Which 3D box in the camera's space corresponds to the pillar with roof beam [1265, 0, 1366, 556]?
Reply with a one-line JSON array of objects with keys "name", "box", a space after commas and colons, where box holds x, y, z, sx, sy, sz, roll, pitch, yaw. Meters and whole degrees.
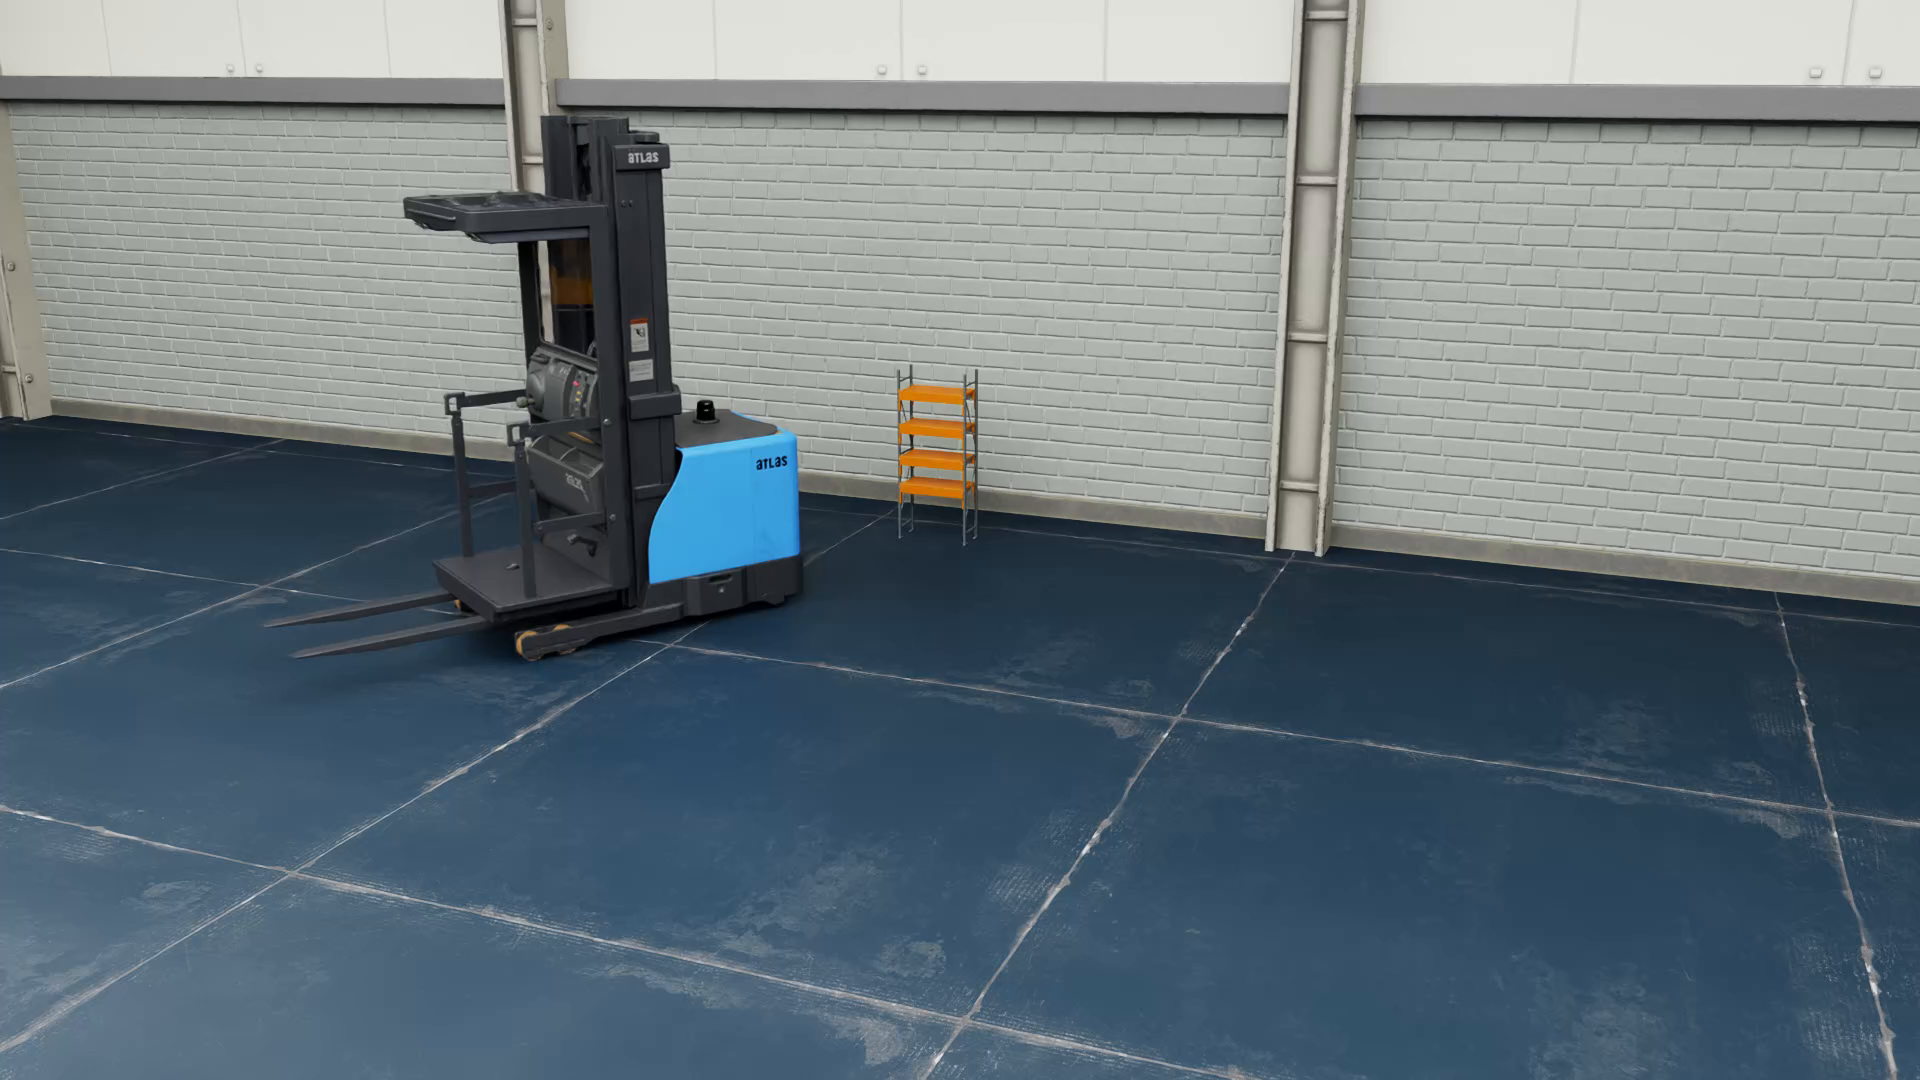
[{"name": "pillar with roof beam", "box": [0.756, -3.153, 6.394, 0.400, 9.000, 9.100, 6, 17, 21]}]

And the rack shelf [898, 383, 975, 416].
[{"name": "rack shelf", "box": [-0.154, -0.971, 11.455, 0.480, 0.148, 0.258, 6, 17, 21]}]

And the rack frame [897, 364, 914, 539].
[{"name": "rack frame", "box": [-0.381, -0.618, 11.651, 0.015, 1.200, 0.240, 6, 17, 21]}]

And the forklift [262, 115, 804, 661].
[{"name": "forklift", "box": [-2.467, -0.896, 9.502, 3.031, 2.935, 1.130, -11, 20, -34]}]

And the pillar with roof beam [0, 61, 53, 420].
[{"name": "pillar with roof beam", "box": [-10.407, -4.381, 10.622, 0.400, 9.000, 9.100, 6, 17, 21]}]

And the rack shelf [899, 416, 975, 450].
[{"name": "rack shelf", "box": [-0.154, -0.743, 11.521, 0.480, 0.148, 0.258, 6, 17, 21]}]

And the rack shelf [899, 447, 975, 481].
[{"name": "rack shelf", "box": [-0.154, -0.529, 11.583, 0.480, 0.148, 0.258, 6, 17, 21]}]

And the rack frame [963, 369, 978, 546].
[{"name": "rack frame", "box": [0.073, -0.568, 11.479, 0.015, 1.200, 0.240, 6, 17, 21]}]

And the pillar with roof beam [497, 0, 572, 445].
[{"name": "pillar with roof beam", "box": [-4.826, -3.767, 8.508, 0.400, 9.000, 9.100, 6, 17, 21]}]

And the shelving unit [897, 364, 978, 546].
[{"name": "shelving unit", "box": [-0.154, -0.593, 11.565, 0.503, 1.200, 0.258, 6, 17, 21]}]

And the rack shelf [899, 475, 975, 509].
[{"name": "rack shelf", "box": [-0.154, -0.338, 11.639, 0.480, 0.148, 0.258, 6, 17, 21]}]
